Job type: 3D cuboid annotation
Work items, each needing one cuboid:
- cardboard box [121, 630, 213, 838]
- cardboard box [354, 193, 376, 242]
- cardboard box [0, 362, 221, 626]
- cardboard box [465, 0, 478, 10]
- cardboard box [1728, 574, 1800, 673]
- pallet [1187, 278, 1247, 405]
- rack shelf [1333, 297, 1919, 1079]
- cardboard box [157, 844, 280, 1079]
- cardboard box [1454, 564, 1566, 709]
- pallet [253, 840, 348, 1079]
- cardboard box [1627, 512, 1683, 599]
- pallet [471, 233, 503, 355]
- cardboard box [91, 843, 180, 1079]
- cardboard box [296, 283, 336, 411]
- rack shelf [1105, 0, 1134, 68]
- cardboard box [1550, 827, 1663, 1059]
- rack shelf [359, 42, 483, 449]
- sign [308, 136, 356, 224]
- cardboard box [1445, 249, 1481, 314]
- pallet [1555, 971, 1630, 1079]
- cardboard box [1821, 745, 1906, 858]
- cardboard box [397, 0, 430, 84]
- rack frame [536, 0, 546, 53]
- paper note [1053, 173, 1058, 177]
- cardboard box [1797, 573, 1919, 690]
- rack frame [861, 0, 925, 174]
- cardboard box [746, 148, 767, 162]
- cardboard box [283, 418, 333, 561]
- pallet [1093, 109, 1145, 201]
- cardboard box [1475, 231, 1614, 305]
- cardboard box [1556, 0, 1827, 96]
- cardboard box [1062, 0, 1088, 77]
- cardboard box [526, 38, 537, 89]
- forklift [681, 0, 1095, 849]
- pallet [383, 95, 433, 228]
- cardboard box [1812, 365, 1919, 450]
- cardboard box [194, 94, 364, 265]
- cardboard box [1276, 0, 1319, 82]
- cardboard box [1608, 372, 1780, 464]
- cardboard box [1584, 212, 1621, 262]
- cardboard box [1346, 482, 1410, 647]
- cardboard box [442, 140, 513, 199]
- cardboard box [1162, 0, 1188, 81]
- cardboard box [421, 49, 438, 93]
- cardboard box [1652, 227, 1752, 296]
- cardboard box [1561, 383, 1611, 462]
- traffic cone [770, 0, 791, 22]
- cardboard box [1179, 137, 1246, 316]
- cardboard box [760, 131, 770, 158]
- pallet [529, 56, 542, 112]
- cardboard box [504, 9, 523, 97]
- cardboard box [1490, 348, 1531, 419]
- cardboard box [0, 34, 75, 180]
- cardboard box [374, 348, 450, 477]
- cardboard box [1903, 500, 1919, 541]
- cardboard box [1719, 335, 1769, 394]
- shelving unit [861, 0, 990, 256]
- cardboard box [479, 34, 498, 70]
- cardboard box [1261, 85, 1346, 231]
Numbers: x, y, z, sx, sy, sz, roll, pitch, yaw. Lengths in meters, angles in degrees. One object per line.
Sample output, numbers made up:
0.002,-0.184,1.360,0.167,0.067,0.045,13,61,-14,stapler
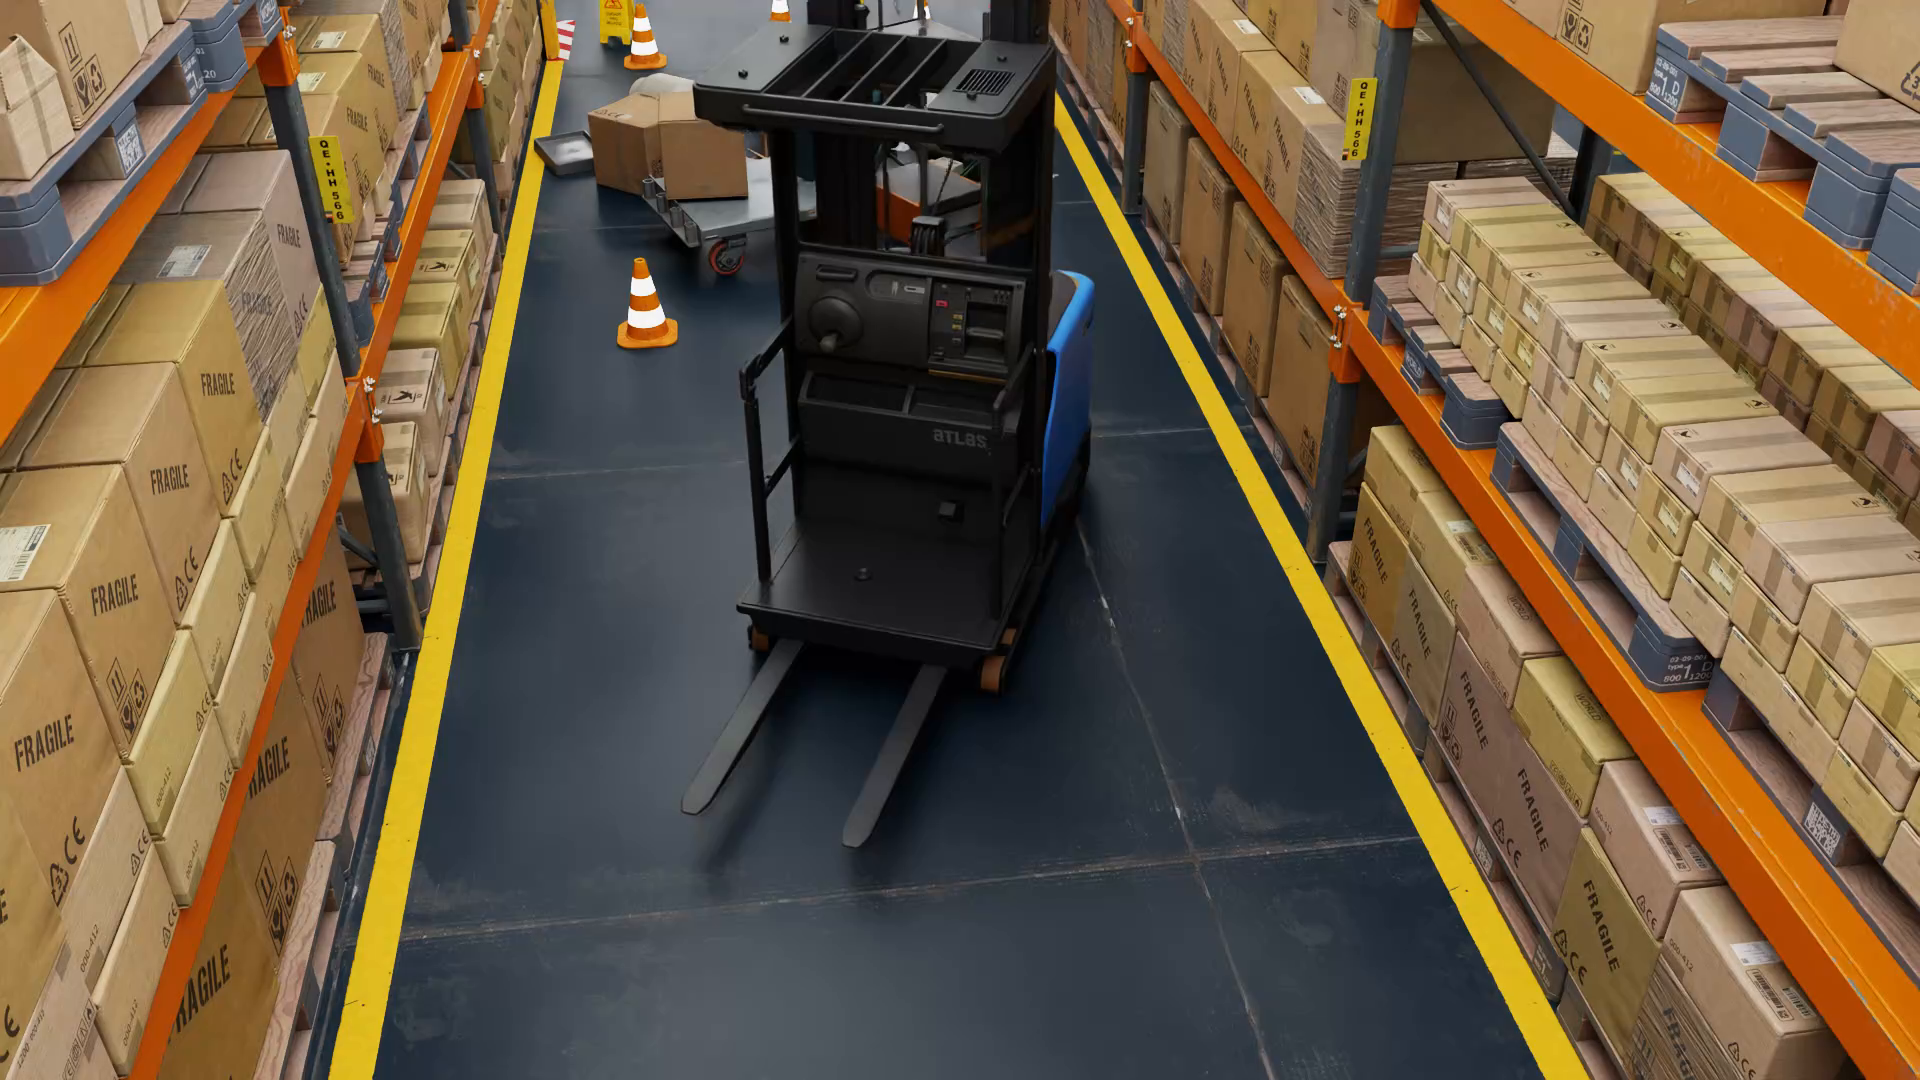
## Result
-2.174,0.485,4.064,0.500,0.250,0.500,-4,34,-6,cardboard box
-2.649,-1.345,6.911,0.380,0.149,0.250,-7,35,-9,cardboard box
-2.266,-0.103,4.261,0.500,0.500,0.500,-5,35,-7,cardboard box
-3.114,-3.427,9.762,0.500,0.500,0.500,-4,35,-7,cardboard box
2.279,0.200,4.379,0.380,0.149,0.250,-5,35,-8,cardboard box
1.906,-1.167,9.276,1.003,0.211,1.213,-4,35,-6,pallet
2.367,0.219,5.405,1.077,0.370,4.000,-4,35,-6,rack shelf
-2.547,1.330,4.649,0.875,0.875,0.875,-3,34,-5,cardboard box
2.073,0.318,5.801,0.500,0.250,0.500,-4,34,-6,cardboard box
-2.601,1.514,5.341,1.003,0.211,1.213,-4,35,-6,pallet
2.208,0.034,4.886,0.380,0.149,0.250,-3,34,-4,cardboard box
-3.225,-1.409,9.630,1.003,0.211,1.213,-4,35,-6,pallet
-2.124,0.976,3.787,0.500,0.250,0.500,-5,35,-8,cardboard box
-2.476,-0.657,5.740,0.500,0.250,0.500,-4,35,-7,cardboard box
1.291,-4.246,11.955,1.077,0.370,4.000,-4,35,-6,rack shelf
2.218,1.216,5.148,0.500,0.500,0.500,-5,35,-8,cardboard box
-3.062,-1.582,8.047,1.077,0.370,4.000,-4,35,-6,rack shelf
-2.244,-1.286,5.945,0.100,0.325,0.005,-4,35,-6,sign
2.003,-0.951,6.068,0.380,0.149,0.250,-3,34,-4,cardboard box
2.530,1.755,4.987,1.003,0.211,1.213,-4,35,-6,pallet
2.351,0.616,4.033,0.380,0.149,0.250,-4,34,-6,cardboard box
-2.910,-2.528,8.070,0.500,0.500,0.500,-3,34,-5,cardboard box
-3.869,-5.228,12.758,1.000,3.000,0.127,-4,35,-6,rack frame
0.573,-2.507,11.401,0.142,0.020,0.147,27,43,34,paper note
2.319,0.218,4.088,0.380,0.149,0.250,-5,35,-8,cardboard box
-0.329,-1.668,8.333,0.400,2.100,0.015,-24,41,-31,rack frame
-1.314,-2.483,11.158,0.396,0.266,0.258,27,43,34,cardboard box
-2.384,-0.155,5.447,0.500,0.250,0.500,-4,34,-6,cardboard box
1.536,-2.705,11.532,1.003,0.211,1.213,-4,35,-6,pallet
2.036,-0.951,5.804,0.380,0.149,0.250,-5,35,-7,cardboard box
2.058,-1.580,4.652,0.500,0.500,0.500,-4,35,-6,cardboard box
1.299,-4.090,12.602,0.875,0.875,0.875,-5,35,-7,cardboard box
-3.432,-3.545,12.357,0.500,0.250,0.500,-4,35,-6,cardboard box
-0.259,-0.826,6.360,1.130,2.935,3.031,9,35,13,forklift
-3.100,-1.786,7.877,1.003,0.211,1.213,-4,35,-6,pallet
2.824,-0.405,5.002,0.380,0.149,0.250,-3,34,-5,cardboard box
-2.624,-1.370,6.371,0.500,0.500,0.500,-5,35,-8,cardboard box
1.907,-2.469,7.732,0.700,0.500,0.500,-5,35,-7,cardboard box
2.177,-0.365,4.944,0.380,0.149,0.250,-5,35,-7,cardboard box
2.616,-1.146,6.354,0.380,0.149,0.250,-4,34,-5,cardboard box
1.941,0.079,6.818,0.500,0.500,0.500,-6,35,-8,cardboard box
-3.143,-2.383,10.651,0.500,0.250,0.500,-6,35,-9,cardboard box
1.433,-2.873,9.213,0.500,0.500,0.500,-4,34,-6,cardboard box
-2.862,-2.368,8.411,0.380,0.149,0.250,-4,34,-6,cardboard box
2.685,-0.985,5.854,0.380,0.149,0.250,-3,34,-5,cardboard box
2.139,-0.384,5.236,0.380,0.149,0.250,-5,35,-7,cardboard box
-1.479,-4.311,13.665,0.336,0.463,0.334,-4,35,-6,traffic cone
1.859,-1.793,9.342,1.050,0.750,0.750,-4,35,-6,cardboard box
-0.990,-2.943,11.501,0.797,0.637,0.503,-4,35,-6,cardboard box
-3.785,-3.577,12.811,1.003,0.211,1.213,-4,35,-6,pallet
-3.295,-3.280,11.302,0.500,0.500,0.500,-3,34,-4,cardboard box
2.069,-0.549,5.742,0.380,0.149,0.250,-3,34,-4,cardboard box
-2.154,-0.935,3.541,0.396,0.266,0.258,-2,34,-2,cardboard box
-2.966,-0.578,7.896,0.950,0.372,0.625,-5,35,-7,cardboard box
2.893,0.006,4.663,0.380,0.149,0.250,-3,34,-4,cardboard box
2.756,-0.572,5.512,0.380,0.149,0.250,-5,35,-7,cardboard box
-0.176,-1.561,8.176,0.431,2.100,0.503,-24,41,-31,shelving unit
-3.100,-3.035,10.367,0.380,0.149,0.250,-4,34,-6,cardboard box
1.706,-1.746,7.559,0.500,0.500,0.500,-4,35,-6,cardboard box
